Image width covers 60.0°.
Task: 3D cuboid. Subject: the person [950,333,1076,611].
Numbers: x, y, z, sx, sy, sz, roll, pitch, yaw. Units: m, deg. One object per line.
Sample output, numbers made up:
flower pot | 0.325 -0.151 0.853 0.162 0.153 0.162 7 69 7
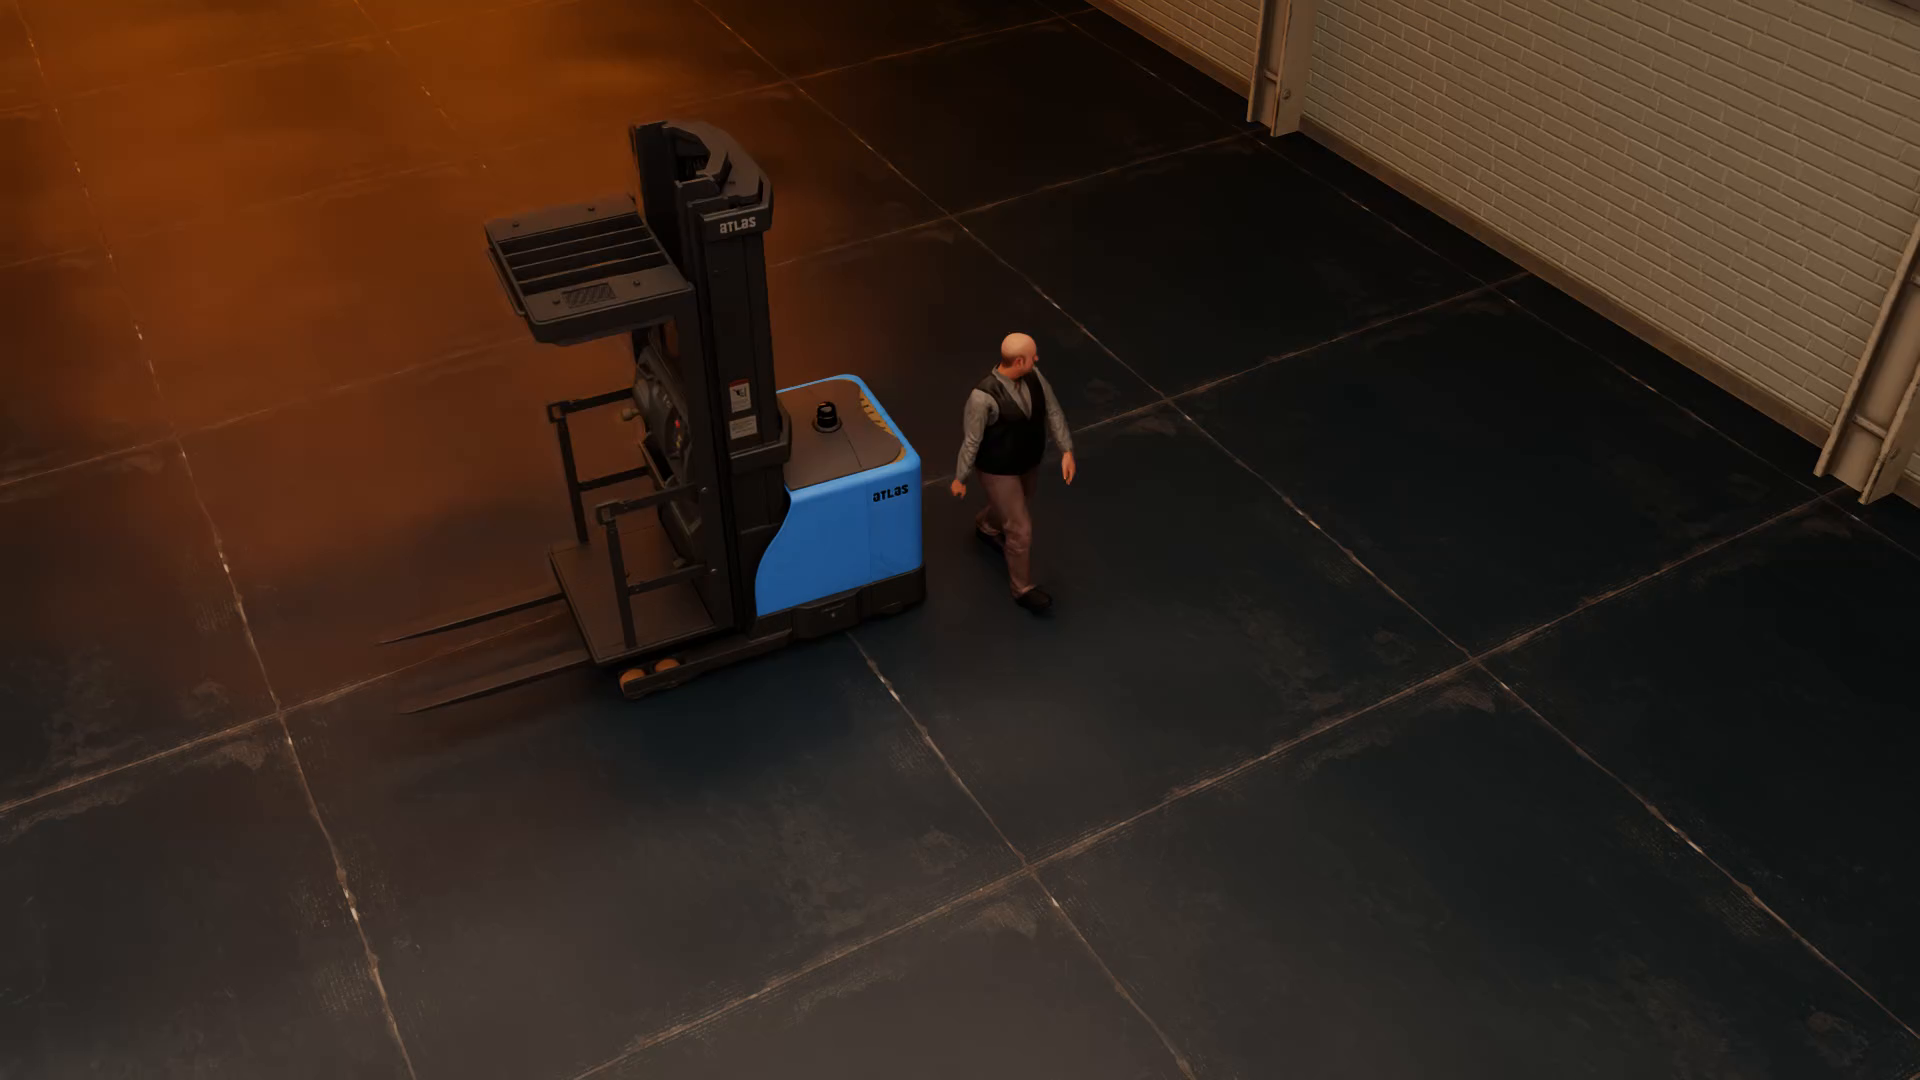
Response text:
person | 0.300 -0.408 9.546 0.871 1.668 0.668 30 48 31

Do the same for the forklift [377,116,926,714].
forklift | -1.761 -0.631 8.797 3.031 2.935 1.130 -17 42 -19
